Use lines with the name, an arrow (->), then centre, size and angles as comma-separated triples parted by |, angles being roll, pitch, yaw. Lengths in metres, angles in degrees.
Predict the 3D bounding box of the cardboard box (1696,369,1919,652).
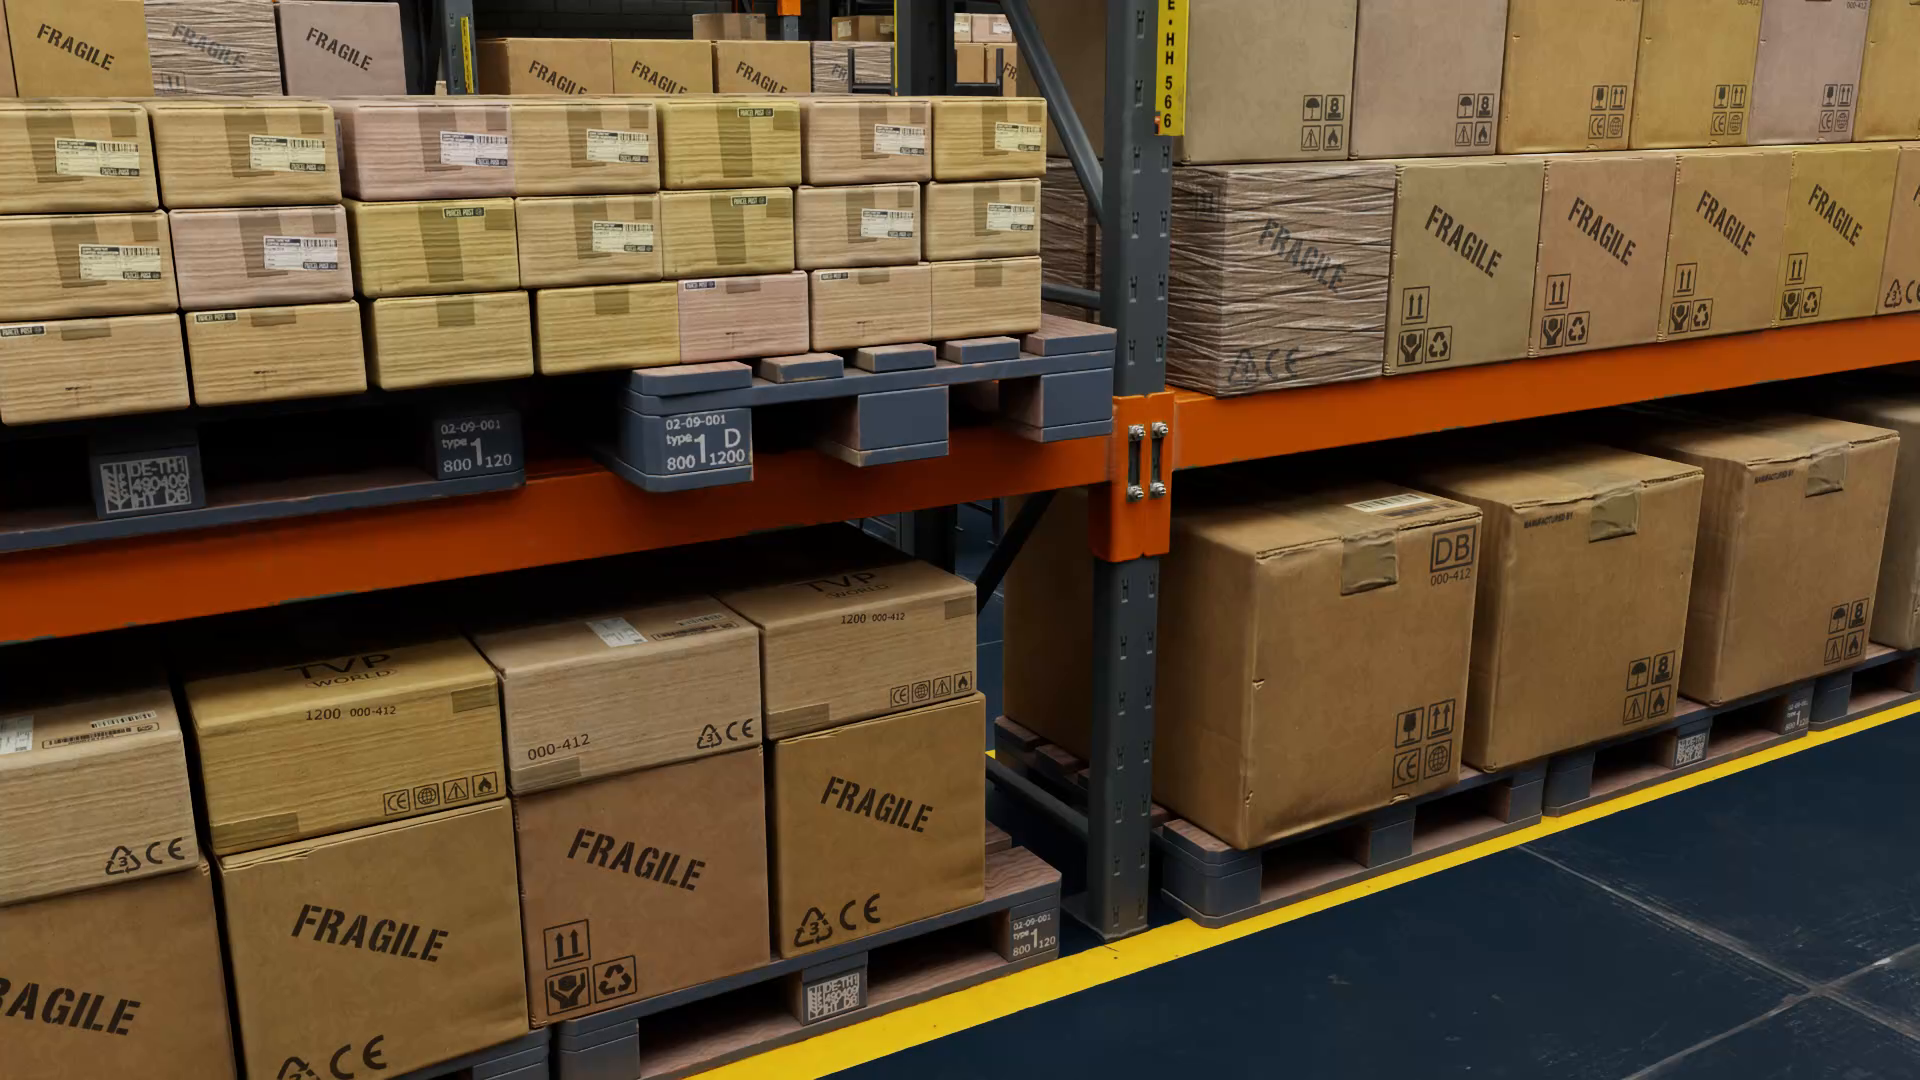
cardboard box -> 3.088, -0.171, 5.853 | 0.750, 0.750, 1.050 | -9, 18, -30

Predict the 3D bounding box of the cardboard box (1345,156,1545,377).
cardboard box -> 1.104, -0.723, 4.245 | 0.500, 0.500, 0.500 | -9, 18, -30

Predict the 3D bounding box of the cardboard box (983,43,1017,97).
cardboard box -> 0.236, -2.497, 9.247 | 0.500, 0.500, 0.500 | -9, 18, -29

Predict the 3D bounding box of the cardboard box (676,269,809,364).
cardboard box -> -0.475, -0.440, 3.108 | 0.250, 0.149, 0.380 | -9, 18, -29

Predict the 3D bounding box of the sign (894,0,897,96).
sign -> -0.143, -1.289, 4.304 | 0.005, 0.325, 0.100 | -9, 18, -30

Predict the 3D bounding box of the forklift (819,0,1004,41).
forklift -> -0.333, -2.917, 12.387 | 1.130, 2.935, 3.031 | 7, 17, 22

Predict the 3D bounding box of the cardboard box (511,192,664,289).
cardboard box -> -0.710, -0.544, 2.930 | 0.250, 0.149, 0.380 | -9, 18, -30

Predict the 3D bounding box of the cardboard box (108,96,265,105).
cardboard box -> -1.476, -0.768, 3.179 | 0.250, 0.149, 0.380 | -9, 18, -28

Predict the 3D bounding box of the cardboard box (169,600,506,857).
cardboard box -> -1.177, 0.333, 3.130 | 0.500, 0.250, 0.500 | -9, 18, -28

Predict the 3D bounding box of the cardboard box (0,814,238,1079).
cardboard box -> -1.619, 0.763, 2.983 | 0.500, 0.500, 0.500 | -9, 18, -29

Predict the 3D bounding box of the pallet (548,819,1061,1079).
pallet -> -0.525, 0.848, 3.994 | 1.213, 0.211, 1.003 | -9, 18, -30

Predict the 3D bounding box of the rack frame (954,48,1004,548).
rack frame -> 0.067, -1.022, 7.165 | 0.015, 2.100, 0.400 | -9, 18, -30

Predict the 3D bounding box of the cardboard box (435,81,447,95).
cardboard box -> -3.972, -3.337, 12.371 | 0.250, 0.149, 0.380 | -9, 18, -29

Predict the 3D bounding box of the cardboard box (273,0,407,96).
cardboard box -> -2.799, -2.132, 7.419 | 0.500, 0.500, 0.500 | -10, 18, -31

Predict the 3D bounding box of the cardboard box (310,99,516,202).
cardboard box -> -0.916, -0.656, 2.777 | 0.250, 0.149, 0.380 | -9, 18, -30

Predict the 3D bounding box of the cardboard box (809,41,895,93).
cardboard box -> -0.658, -2.354, 8.736 | 0.500, 0.500, 0.500 | -10, 19, -32

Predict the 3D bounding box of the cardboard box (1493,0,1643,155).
cardboard box -> 1.407, -1.335, 4.578 | 0.500, 0.500, 0.700 | -10, 18, -31

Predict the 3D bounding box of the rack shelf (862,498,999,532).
rack shelf -> -0.142, -0.301, 7.237 | 0.480, 0.518, 0.431 | -9, 18, -30

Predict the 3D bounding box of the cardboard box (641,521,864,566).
cardboard box -> -0.570, 0.077, 4.042 | 0.500, 0.250, 0.500 | -10, 19, -32

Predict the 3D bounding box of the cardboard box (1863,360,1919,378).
cardboard box -> 4.149, -0.410, 6.472 | 0.875, 0.875, 0.875 | -9, 18, -29

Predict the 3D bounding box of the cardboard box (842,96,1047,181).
cardboard box -> -0.039, -0.797, 3.280 | 0.250, 0.149, 0.380 | -10, 19, -32

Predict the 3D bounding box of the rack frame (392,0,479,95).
rack frame -> -2.490, -1.734, 8.040 | 0.127, 3.000, 1.000 | -9, 18, -30

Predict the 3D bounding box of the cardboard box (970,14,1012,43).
cardboard box -> 0.075, -2.781, 9.057 | 0.250, 0.149, 0.380 | -10, 18, -31

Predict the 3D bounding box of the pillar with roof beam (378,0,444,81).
pillar with roof beam -> -2.180, -5.165, 9.162 | 0.400, 9.000, 9.100 | -9, 18, -30

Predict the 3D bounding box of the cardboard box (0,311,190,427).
cardboard box -> -1.375, -0.294, 2.588 | 0.250, 0.149, 0.380 | -10, 19, -32

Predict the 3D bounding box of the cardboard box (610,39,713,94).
cardboard box -> -1.543, -2.211, 8.226 | 0.500, 0.500, 0.500 | -8, 18, -27

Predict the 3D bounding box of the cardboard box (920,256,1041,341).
cardboard box -> -0.041, -0.509, 3.357 | 0.250, 0.149, 0.380 | -9, 18, -29

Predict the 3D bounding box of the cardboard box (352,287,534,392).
cardboard box -> -0.920, -0.368, 2.852 | 0.250, 0.149, 0.380 | -10, 19, -32

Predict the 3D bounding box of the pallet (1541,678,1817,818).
pallet -> 1.905, 0.479, 5.310 | 1.213, 0.211, 1.003 | -9, 18, -30

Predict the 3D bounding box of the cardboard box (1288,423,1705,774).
cardboard box -> 1.461, 0.092, 4.915 | 0.750, 0.750, 1.050 | -9, 18, -29

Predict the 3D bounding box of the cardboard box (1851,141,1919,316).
cardboard box -> 2.831, -1.003, 5.244 | 0.500, 0.500, 0.500 | -9, 18, -30

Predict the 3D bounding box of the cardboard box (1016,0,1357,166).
cardboard box -> 0.535, -1.193, 4.070 | 0.500, 0.500, 0.700 | -9, 18, -30

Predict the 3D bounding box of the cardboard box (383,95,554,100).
cardboard box -> -1.019, -0.844, 3.447 | 0.250, 0.149, 0.380 | -10, 19, -32

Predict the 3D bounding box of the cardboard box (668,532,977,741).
cardboard box -> -0.306, 0.193, 3.628 | 0.500, 0.250, 0.500 | -10, 18, -31

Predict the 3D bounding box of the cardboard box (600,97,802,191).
cardboard box -> -0.480, -0.726, 3.027 | 0.250, 0.149, 0.380 | -9, 18, -28

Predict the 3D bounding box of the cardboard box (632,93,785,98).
cardboard box -> -0.579, -0.913, 3.696 | 0.250, 0.149, 0.380 | -10, 18, -31

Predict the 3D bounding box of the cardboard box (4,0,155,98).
cardboard box -> -3.664, -1.991, 6.917 | 0.500, 0.500, 0.500 | -9, 18, -30

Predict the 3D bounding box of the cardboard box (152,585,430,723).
cardboard box -> -1.436, 0.213, 3.555 | 0.500, 0.250, 0.500 | -9, 18, -29

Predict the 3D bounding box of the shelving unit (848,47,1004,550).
shelving unit -> -0.142, -0.988, 7.044 | 0.503, 2.100, 0.431 | -9, 18, -30

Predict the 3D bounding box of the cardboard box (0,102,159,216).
cardboard box -> -1.372, -0.581, 2.512 | 0.250, 0.149, 0.380 | -9, 18, -28

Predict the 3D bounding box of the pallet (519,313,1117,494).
pallet -> -0.411, -0.387, 3.589 | 1.003, 0.211, 1.213 | -9, 18, -30

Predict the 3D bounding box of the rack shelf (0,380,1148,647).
rack shelf -> -1.569, 0.021, 3.109 | 4.000, 0.370, 1.077 | -9, 18, -30

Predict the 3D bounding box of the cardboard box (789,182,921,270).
cardboard box -> -0.271, -0.616, 3.187 | 0.250, 0.149, 0.380 | -8, 18, -28

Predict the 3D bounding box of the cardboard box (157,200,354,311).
cardboard box -> -1.148, -0.474, 2.679 | 0.250, 0.149, 0.380 | -9, 18, -28

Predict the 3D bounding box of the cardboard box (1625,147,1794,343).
cardboard box -> 1.964, -0.861, 4.740 | 0.500, 0.500, 0.500 | -9, 18, -30

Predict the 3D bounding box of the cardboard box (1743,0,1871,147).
cardboard box -> 2.278, -1.476, 5.081 | 0.500, 0.500, 0.700 | -9, 18, -29

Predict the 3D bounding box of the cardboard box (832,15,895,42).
cardboard box -> -0.525, -2.838, 9.260 | 0.250, 0.149, 0.380 | -8, 18, -27

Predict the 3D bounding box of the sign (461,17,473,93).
sign -> -2.202, -2.164, 7.427 | 0.005, 0.325, 0.100 | -9, 18, -30

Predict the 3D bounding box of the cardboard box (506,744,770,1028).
cardboard box -> -0.731, 0.622, 3.488 | 0.500, 0.500, 0.500 | -8, 18, -27

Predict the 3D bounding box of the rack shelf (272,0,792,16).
rack shelf -> -3.336, -4.258, 12.819 | 4.000, 0.370, 1.077 | -9, 18, -30
